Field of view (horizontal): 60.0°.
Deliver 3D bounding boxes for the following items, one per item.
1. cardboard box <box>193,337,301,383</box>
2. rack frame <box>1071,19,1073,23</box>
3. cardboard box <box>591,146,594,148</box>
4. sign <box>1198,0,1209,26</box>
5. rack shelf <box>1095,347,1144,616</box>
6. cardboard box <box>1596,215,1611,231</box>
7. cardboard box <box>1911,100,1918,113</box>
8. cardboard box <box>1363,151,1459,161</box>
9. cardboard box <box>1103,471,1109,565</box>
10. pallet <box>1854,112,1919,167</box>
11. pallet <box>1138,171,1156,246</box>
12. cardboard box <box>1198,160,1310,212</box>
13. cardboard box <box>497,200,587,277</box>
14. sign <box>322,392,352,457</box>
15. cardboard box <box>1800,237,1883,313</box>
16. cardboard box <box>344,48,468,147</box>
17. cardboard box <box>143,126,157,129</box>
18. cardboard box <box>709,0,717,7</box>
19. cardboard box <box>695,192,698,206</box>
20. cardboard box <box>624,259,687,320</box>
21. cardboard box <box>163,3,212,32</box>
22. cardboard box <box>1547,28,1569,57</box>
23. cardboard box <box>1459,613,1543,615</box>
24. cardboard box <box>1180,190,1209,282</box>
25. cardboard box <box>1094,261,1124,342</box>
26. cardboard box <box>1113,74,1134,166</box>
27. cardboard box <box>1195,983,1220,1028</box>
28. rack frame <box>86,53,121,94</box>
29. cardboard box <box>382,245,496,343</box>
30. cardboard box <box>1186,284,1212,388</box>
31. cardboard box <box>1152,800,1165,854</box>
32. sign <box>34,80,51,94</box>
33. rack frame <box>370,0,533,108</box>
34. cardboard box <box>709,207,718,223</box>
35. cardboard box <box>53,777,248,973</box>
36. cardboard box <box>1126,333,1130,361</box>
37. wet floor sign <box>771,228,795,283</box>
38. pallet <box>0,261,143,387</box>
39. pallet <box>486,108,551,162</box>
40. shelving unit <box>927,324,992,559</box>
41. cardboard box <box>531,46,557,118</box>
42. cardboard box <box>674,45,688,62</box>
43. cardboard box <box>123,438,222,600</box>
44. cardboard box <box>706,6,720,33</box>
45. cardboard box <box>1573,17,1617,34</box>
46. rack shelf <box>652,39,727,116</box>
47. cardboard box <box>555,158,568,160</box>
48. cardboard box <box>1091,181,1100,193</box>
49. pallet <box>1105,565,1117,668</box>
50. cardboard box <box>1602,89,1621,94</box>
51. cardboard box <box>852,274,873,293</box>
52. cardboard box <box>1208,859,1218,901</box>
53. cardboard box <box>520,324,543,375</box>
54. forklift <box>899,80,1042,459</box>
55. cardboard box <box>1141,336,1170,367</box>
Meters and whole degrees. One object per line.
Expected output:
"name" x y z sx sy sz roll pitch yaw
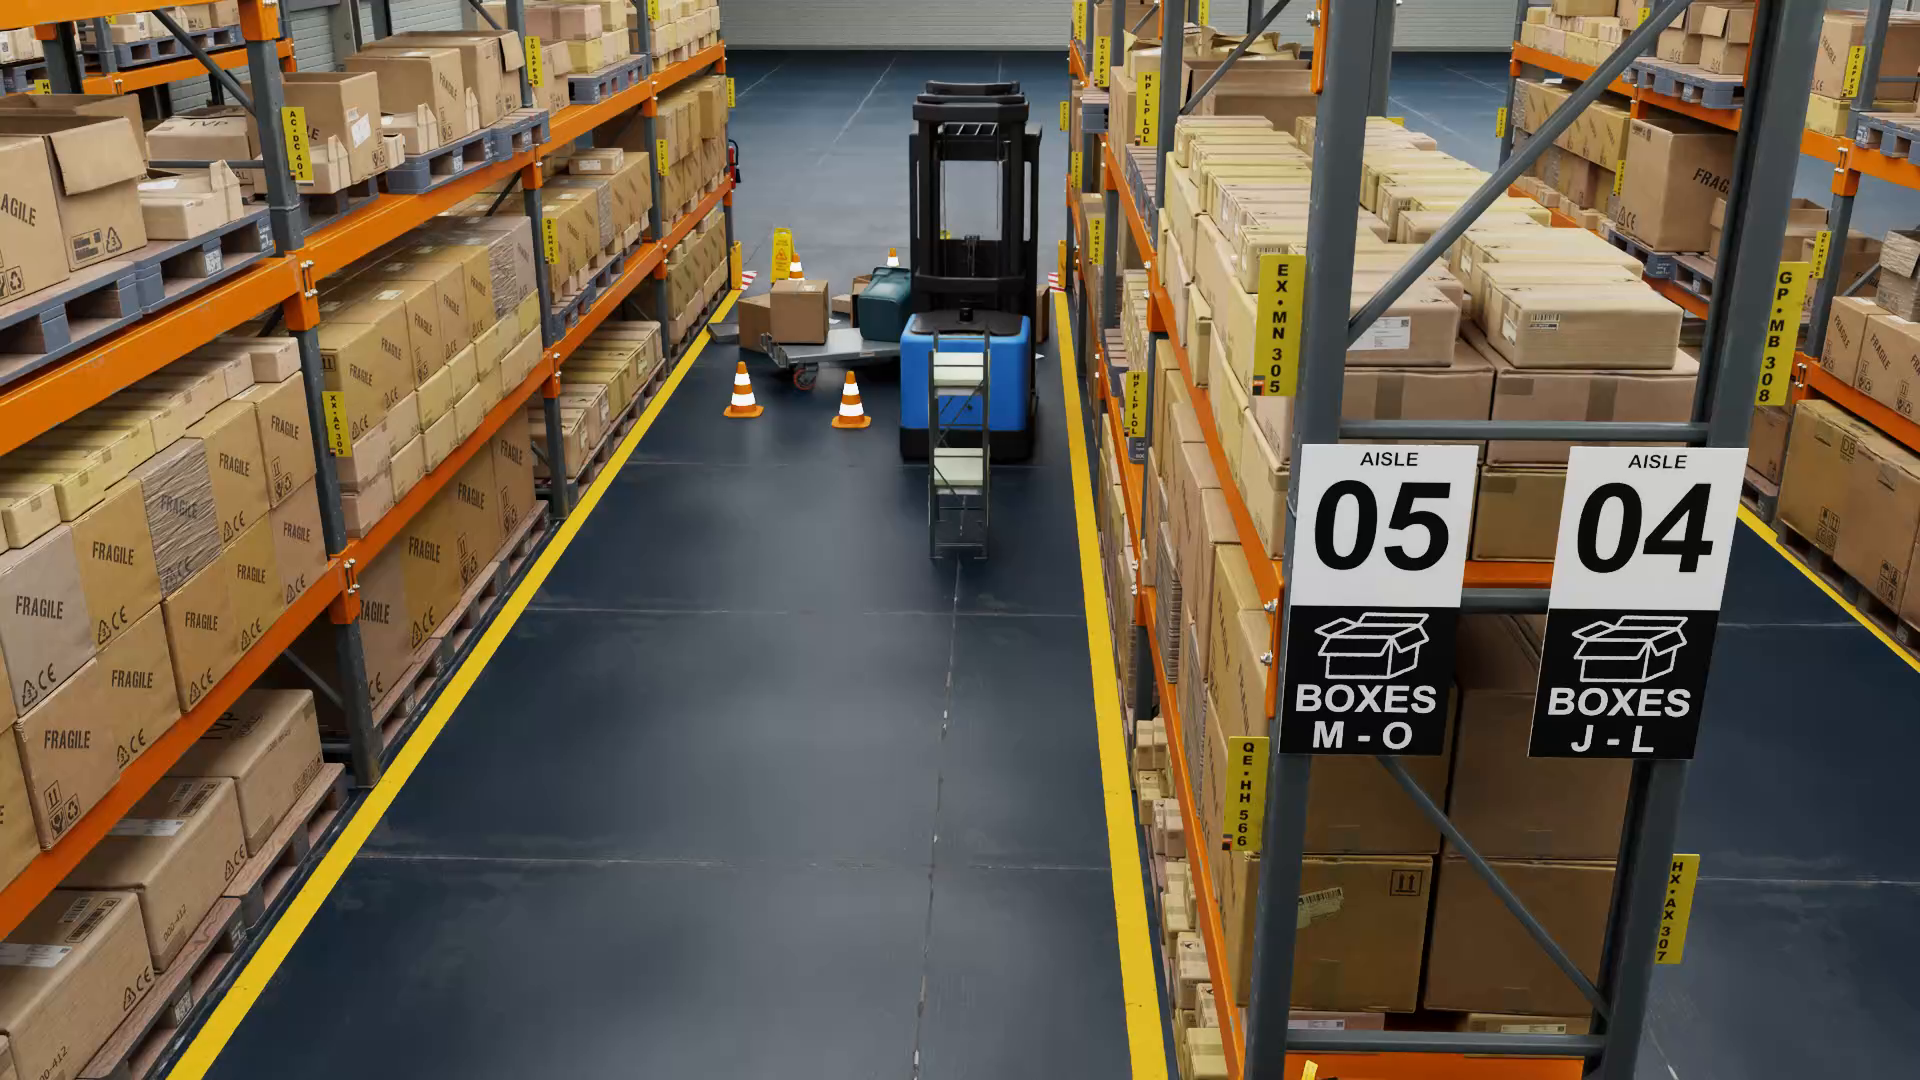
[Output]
"cardboard box" -3.247 -0.822 7.584 0.380 0.149 0.250 0 21 1
"rack frame" 1.760 -7.239 18.247 1.000 3.000 0.127 1 21 2
"cardboard box" -3.528 -3.737 16.963 0.500 0.500 0.500 1 21 3
"sign" 2.181 -4.780 14.905 0.100 0.325 0.005 1 21 2
"rack shelf" 1.456 -0.492 10.144 1.077 0.370 4.000 1 21 2
"cardboard box" 6.390 -3.049 16.088 0.380 0.149 0.250 1 21 2
"cardboard box" 6.740 -2.955 11.558 0.500 0.250 0.500 1 21 3
"cardboard box" 1.635 -1.358 6.201 0.380 0.149 0.250 0 21 -1
"cardboard box" 1.228 -0.146 11.133 0.500 0.500 0.500 1 21 2
"pallet" 6.504 -2.536 10.532 1.213 0.211 1.003 2 21 4
"pallet" 1.520 -1.637 8.213 1.213 0.211 1.003 1 21 2
"cardboard box" 1.056 -1.274 5.984 0.380 0.149 0.250 2 21 4
"cardboard box" -3.181 -2.298 12.674 0.500 0.500 0.500 2 21 4
"sign" -3.001 -0.557 8.011 0.100 0.325 0.005 1 21 2
"cardboard box" 6.447 -1.897 12.053 0.500 0.500 0.500 -2 21 -5
"cardboard box" -3.198 -2.568 9.636 0.500 0.500 0.500 1 21 2
"cardboard box" -8.456 -4.228 17.332 0.380 0.149 0.250 1 21 3
"cardboard box" -2.906 -5.988 18.413 0.380 0.149 0.250 1 21 2
"cardboard box" -2.955 -3.561 17.408 0.380 0.149 0.250 1 21 1
"cardboard box" -3.025 -2.488 16.479 0.500 0.500 0.500 2 21 4
"cardboard box" -8.110 -5.460 16.945 0.797 0.503 0.637 1 21 3
"cardboard box" 6.413 -5.143 17.198 0.500 0.250 0.500 1 21 1
"cardboard box" 1.561 0.349 5.051 0.500 0.500 0.500 1 21 3
"cardboard box" 1.091 -1.132 6.170 0.500 0.250 0.500 1 21 3
"cardboard box" 1.262 -1.762 12.286 0.500 0.500 0.500 1 21 2
"cardboard box" 1.225 -2.611 10.326 0.500 0.500 0.500 1 21 2
"cardboard box" 1.053 1.726 5.972 0.380 0.149 0.250 0 21 -1
"rack frame" -8.274 -3.068 15.788 1.000 3.000 0.127 1 21 2
"cardboard box" -3.218 -1.526 10.294 0.500 0.500 0.500 1 21 2
"cardboard box" 1.056 -0.710 5.772 0.500 0.250 0.500 2 21 4
"cardboard box" 1.099 1.344 7.778 0.380 0.149 0.250 1 21 1
"sign" -4.099 -1.910 7.509 0.100 0.325 0.005 1 21 2
"rack frame" -3.434 -4.365 10.838 1.000 3.000 0.127 1 21 2
"cardboard box" -2.899 -3.600 18.449 0.380 0.149 0.250 1 21 3
"cardboard box" -3.709 1.427 7.167 0.875 0.438 0.875 0 21 0
"cardboard box" 1.285 -1.275 10.934 0.380 0.149 0.250 2 21 4
"wet floor sign" -2.116 -3.420 19.951 0.267 0.644 0.232 8 23 20
"pallet" -3.631 -0.743 5.773 1.003 0.211 1.213 1 21 2
"pallet" -3.401 -2.645 10.813 1.213 0.211 1.003 2 21 4
"shelving unit" 0.000 -0.702 11.764 0.431 1.500 0.755 1 21 2
"cardboard box" -3.396 -3.356 12.246 0.700 0.500 0.500 1 21 2
"cardboard box" -2.931 -4.871 16.636 0.380 0.149 0.250 0 21 1
"cardboard box" -3.324 -0.093 6.602 0.500 0.500 0.500 1 21 2
"cardboard box" -2.937 -5.740 18.324 0.500 0.250 0.500 0 21 1
"cardboard box" 6.440 -5.208 16.815 0.380 0.149 0.250 0 21 1
"rack shelf" -3.252 -4.800 17.102 1.077 0.370 4.000 1 21 2
"cardboard box" -3.614 -3.229 15.074 0.500 0.500 0.500 1 21 3
"cardboard box" 1.637 -3.200 15.922 0.875 0.550 0.550 1 21 2
"pallet" 1.451 0.472 10.520 1.003 0.211 1.213 1 21 2
"cardboard box" 6.917 -4.440 17.393 0.500 0.500 0.500 1 21 2
"cardboard box" -0.714 -2.634 18.121 0.797 0.503 0.637 -16 26 -35
"cardboard box" 1.023 1.066 5.483 0.380 0.149 0.250 1 21 3
"cardboard box" -3.190 -1.312 11.472 0.500 0.250 0.500 0 21 0
"forklift" 0.137 -2.512 14.452 1.130 2.935 3.031 2 21 4
"cardboard box" 1.252 -1.078 9.606 0.380 0.149 0.250 0 21 -1
